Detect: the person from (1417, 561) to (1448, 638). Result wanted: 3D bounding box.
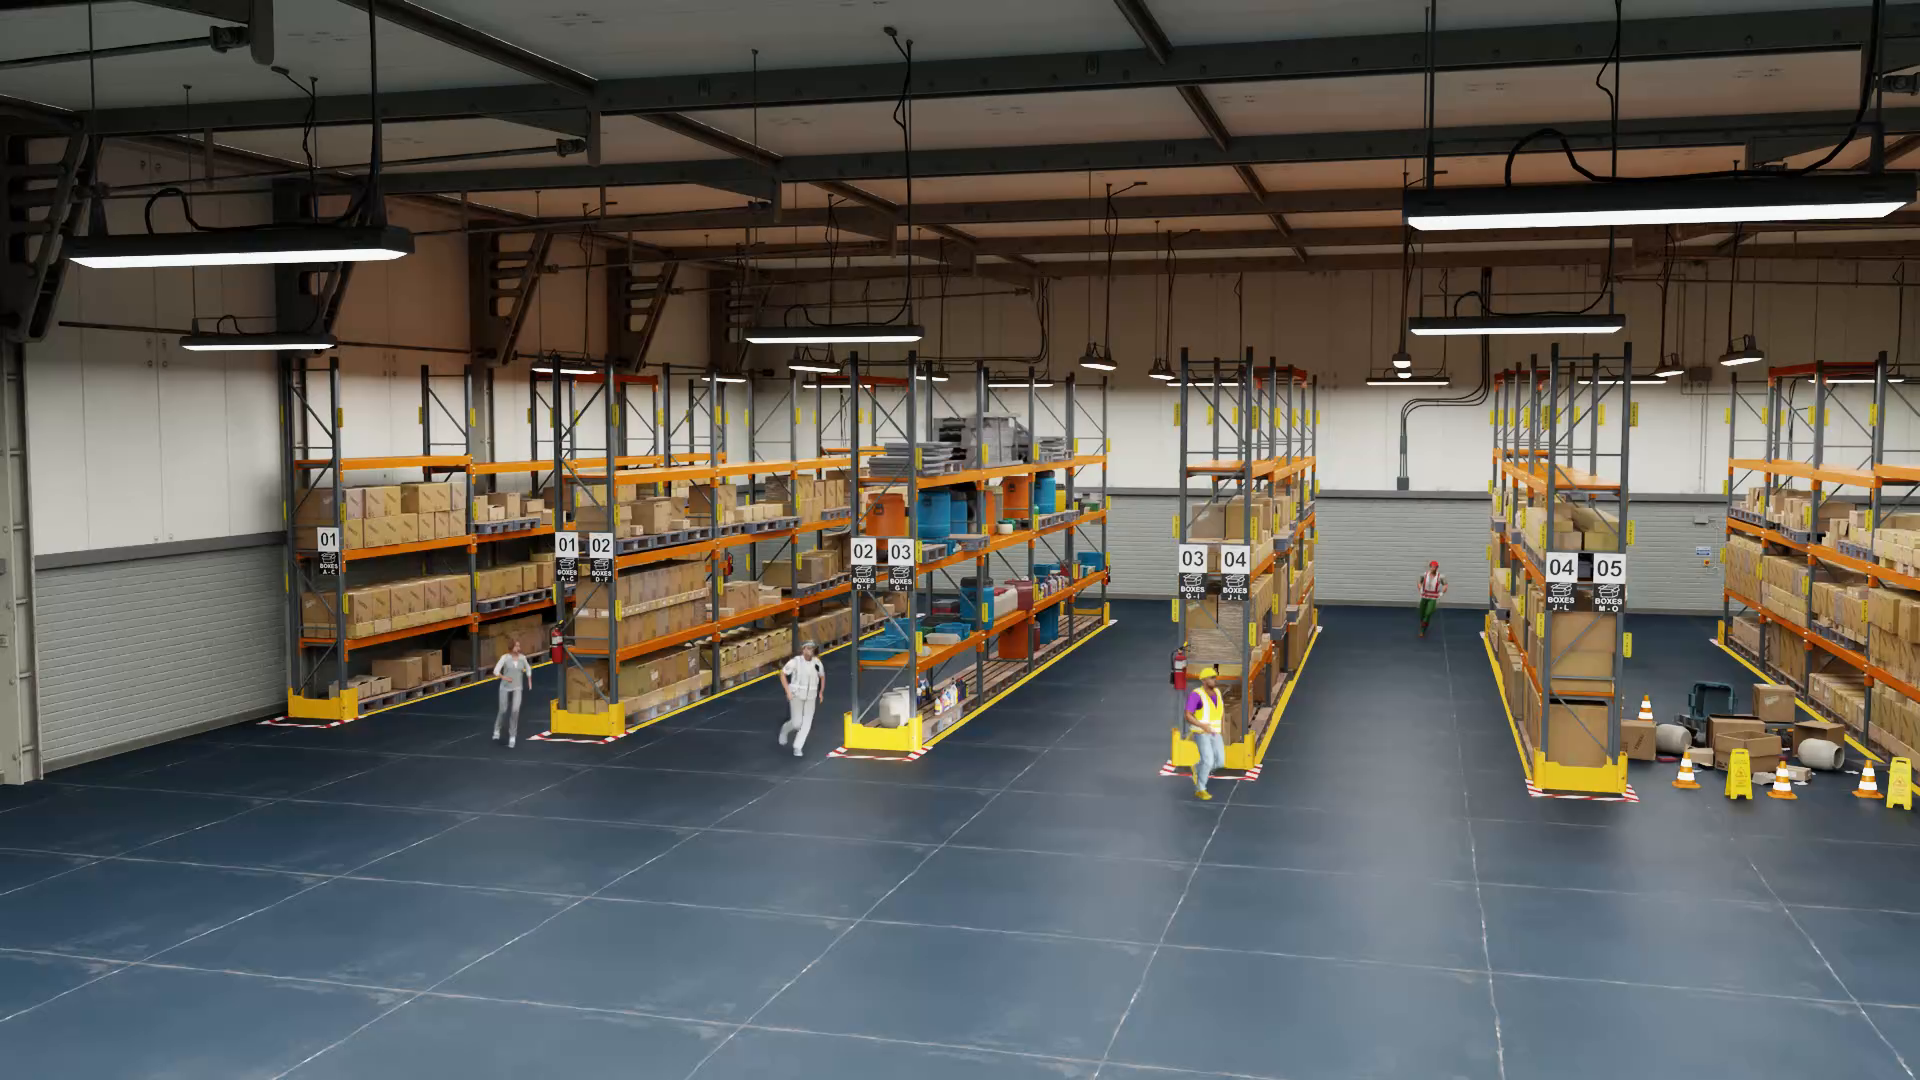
[{"bbox_3d":[10.787,1.334,38.029,0.673,1.737,0.819,2,5,30],"label":"person"}]

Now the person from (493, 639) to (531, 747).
[{"bbox_3d":[-6.856,2.318,25.538,0.598,1.598,0.788,-2,5,-26],"label":"person"}]

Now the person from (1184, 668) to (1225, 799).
[{"bbox_3d":[3.265,2.536,21.981,0.748,1.724,0.623,-3,5,-37],"label":"person"}]

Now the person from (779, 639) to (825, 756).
[{"bbox_3d":[-2.314,2.324,24.849,0.705,1.713,0.667,-2,5,-26],"label":"person"}]
